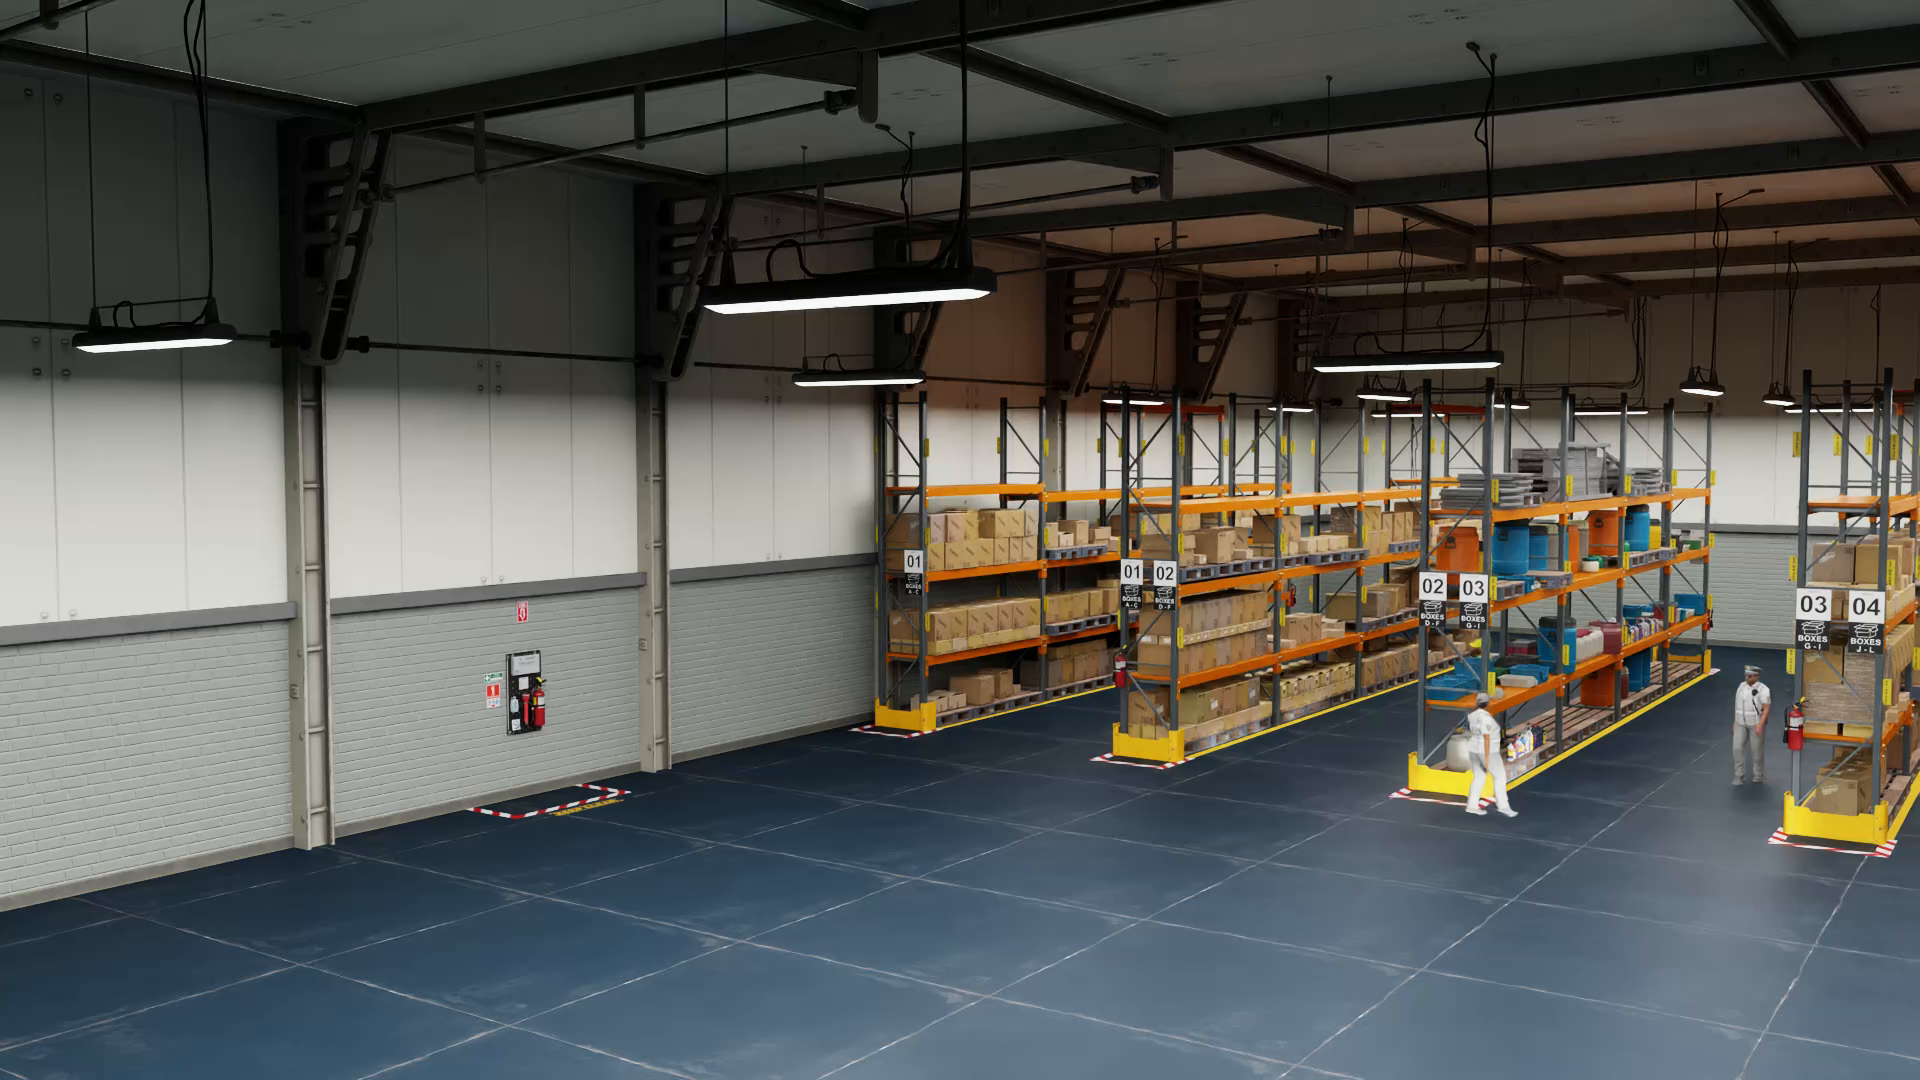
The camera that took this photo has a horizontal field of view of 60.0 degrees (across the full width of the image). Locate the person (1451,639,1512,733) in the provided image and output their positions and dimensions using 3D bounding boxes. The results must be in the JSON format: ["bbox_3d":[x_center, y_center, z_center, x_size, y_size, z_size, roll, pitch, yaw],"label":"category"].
[{"bbox_3d":[9.010,2.559,28.778,1.063,1.713,0.550,2,4,37],"label":"person"}]

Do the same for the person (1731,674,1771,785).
[{"bbox_3d":[11.772,2.783,24.786,0.581,1.771,0.580,-3,4,-43],"label":"person"}]

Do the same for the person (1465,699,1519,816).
[{"bbox_3d":[7.238,2.930,22.710,0.650,1.665,0.499,-1,3,-18],"label":"person"}]
